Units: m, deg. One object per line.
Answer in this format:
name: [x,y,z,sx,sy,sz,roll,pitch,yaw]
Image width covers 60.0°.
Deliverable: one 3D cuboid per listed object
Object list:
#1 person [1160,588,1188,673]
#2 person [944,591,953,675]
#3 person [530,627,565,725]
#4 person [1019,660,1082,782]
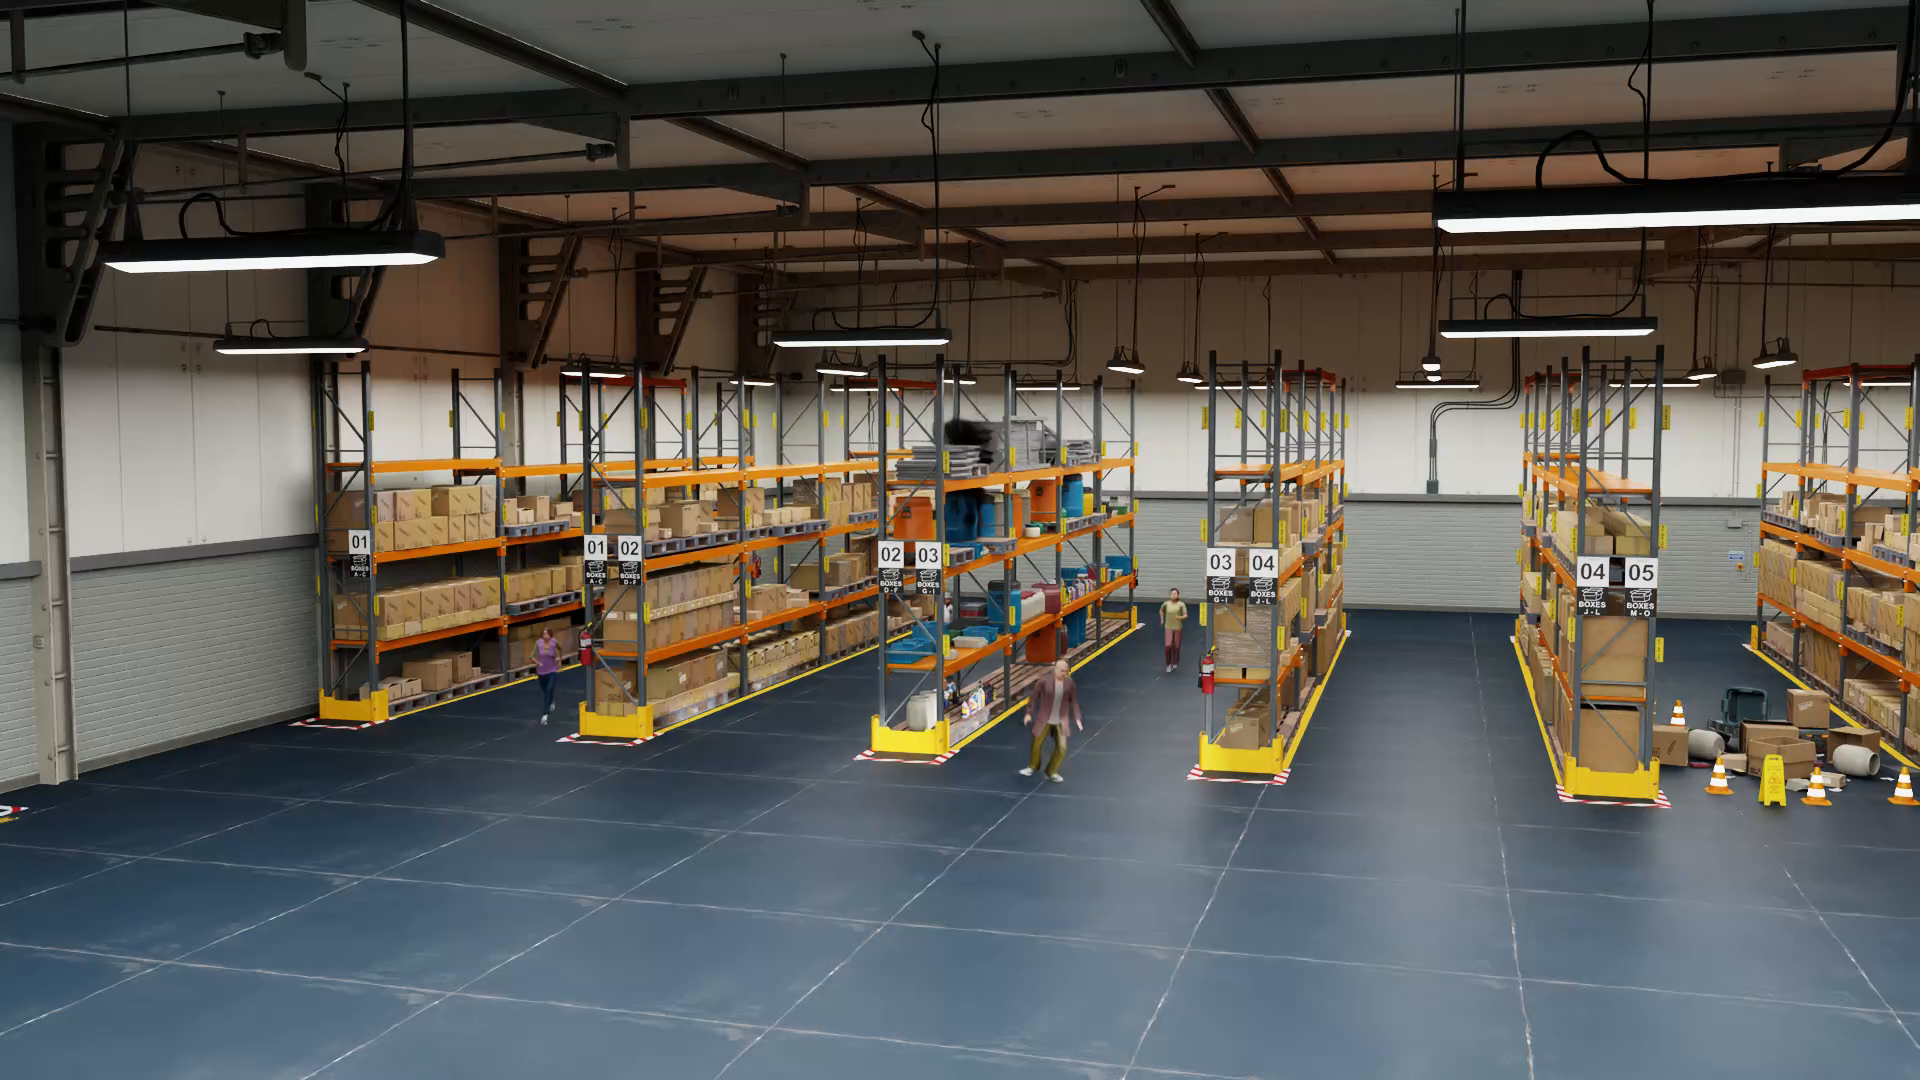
person: [4.254,1.802,33.133,0.547,1.688,0.689,0,4,7]
person: [-0.221,1.856,32.393,0.576,1.727,0.725,1,4,17]
person: [-6.875,2.212,27.695,0.539,1.561,1.061,0,4,-4]
person: [1.259,2.490,23.157,0.841,1.709,0.622,0,4,-7]
